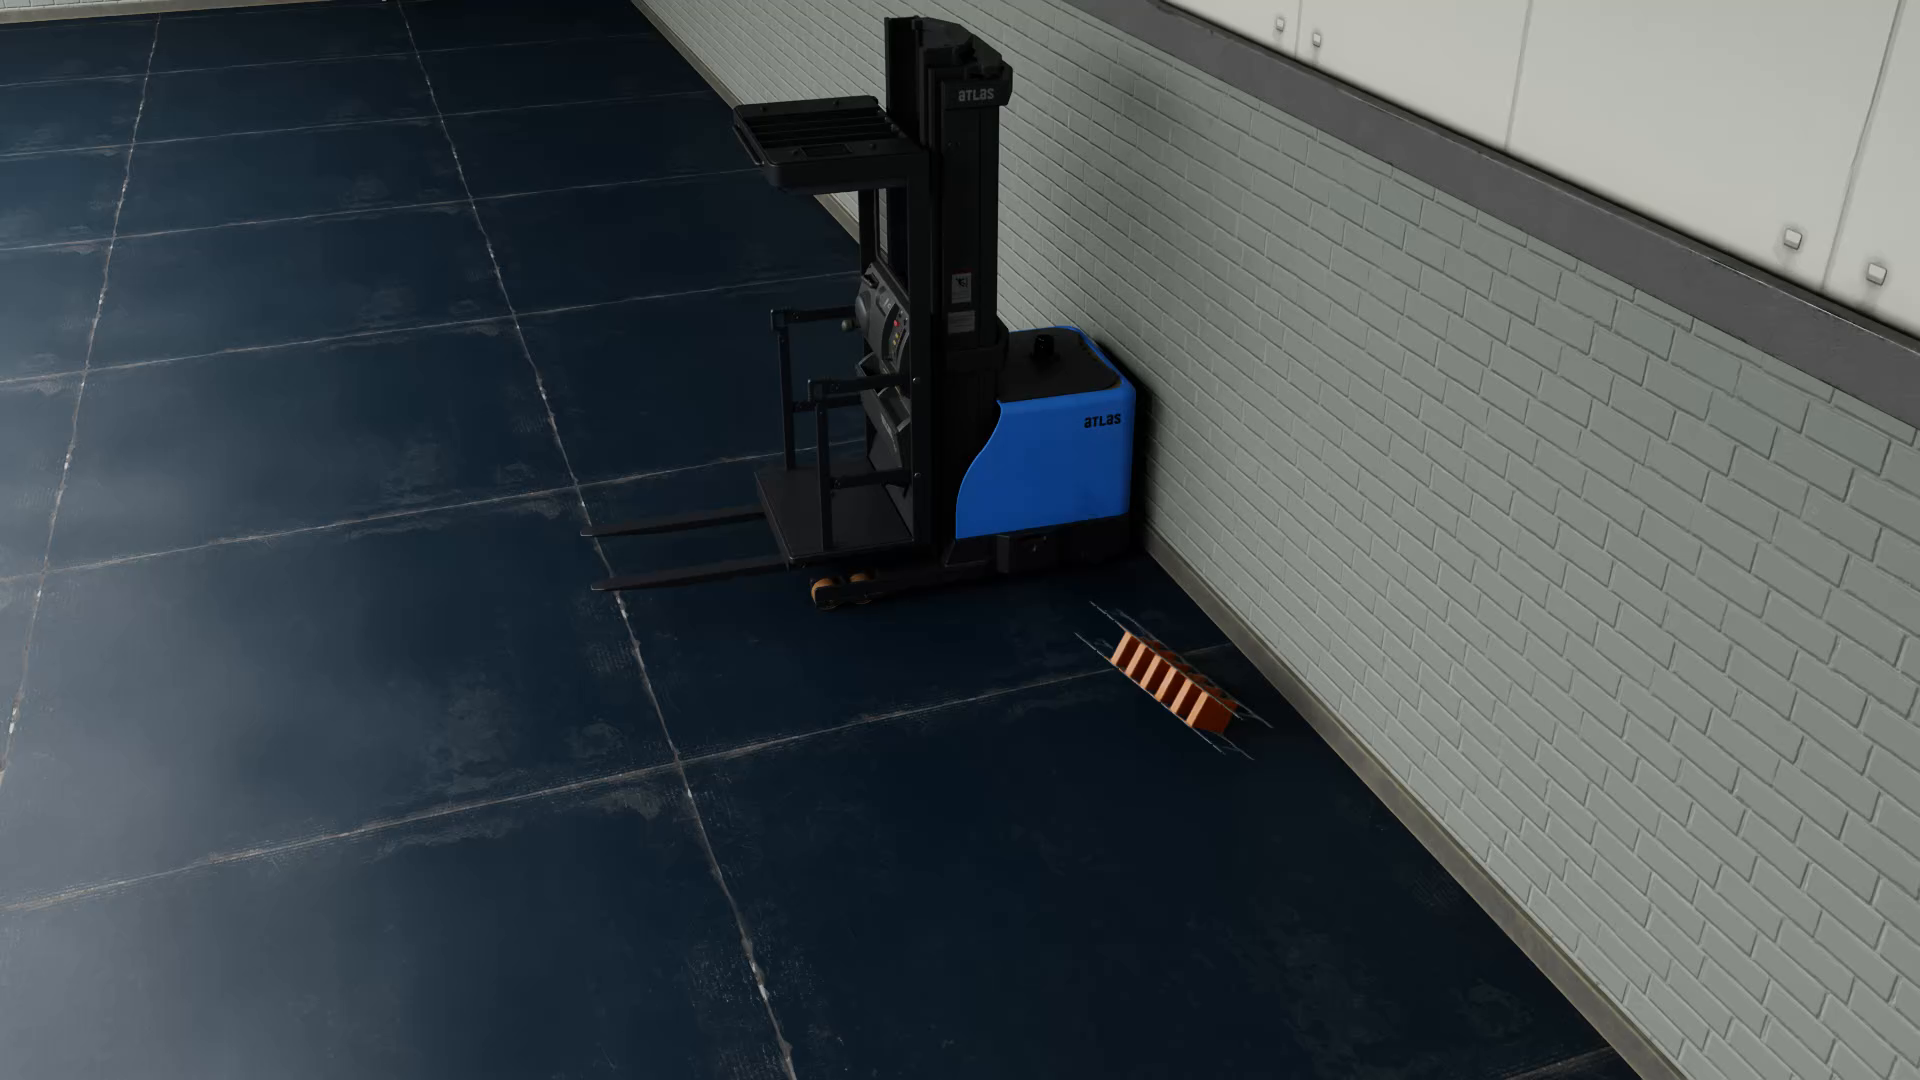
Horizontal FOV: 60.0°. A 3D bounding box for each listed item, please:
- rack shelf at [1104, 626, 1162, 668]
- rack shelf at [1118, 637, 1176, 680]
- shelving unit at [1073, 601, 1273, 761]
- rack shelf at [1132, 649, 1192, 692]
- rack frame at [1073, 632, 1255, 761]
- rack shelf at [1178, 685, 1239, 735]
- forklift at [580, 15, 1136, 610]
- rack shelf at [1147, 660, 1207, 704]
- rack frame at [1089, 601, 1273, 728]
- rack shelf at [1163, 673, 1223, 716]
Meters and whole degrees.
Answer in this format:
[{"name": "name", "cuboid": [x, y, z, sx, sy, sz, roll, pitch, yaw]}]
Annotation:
[{"name": "rack shelf", "cuboid": [0.882, 0.559, 8.449, 0.258, 0.180, 0.103, 17, 15, -41]}, {"name": "rack shelf", "cuboid": [0.946, 0.611, 8.362, 0.258, 0.180, 0.103, 17, 15, -41]}, {"name": "shelving unit", "cuboid": [1.034, 0.682, 8.243, 0.258, 0.189, 1.200, 17, 15, -41]}, {"name": "rack shelf", "cuboid": [1.010, 0.663, 8.275, 0.258, 0.180, 0.103, 17, 15, -41]}, {"name": "rack frame", "cuboid": [0.993, 0.763, 8.260, 0.240, 0.006, 1.200, 17, 15, -41]}, {"name": "rack shelf", "cuboid": [1.203, 0.819, 8.013, 0.258, 0.180, 0.103, 17, 15, -41]}, {"name": "forklift", "cuboid": [-0.599, -1.185, 8.870, 3.031, 2.935, 1.130, -8, 31, -14]}, {"name": "rack shelf", "cuboid": [1.074, 0.715, 8.188, 0.258, 0.180, 0.103, 17, 15, -41]}, {"name": "rack frame", "cuboid": [1.074, 0.602, 8.225, 0.240, 0.006, 1.200, 17, 15, -41]}, {"name": "rack shelf", "cuboid": [1.138, 0.767, 8.101, 0.258, 0.180, 0.103, 17, 15, -41]}]
